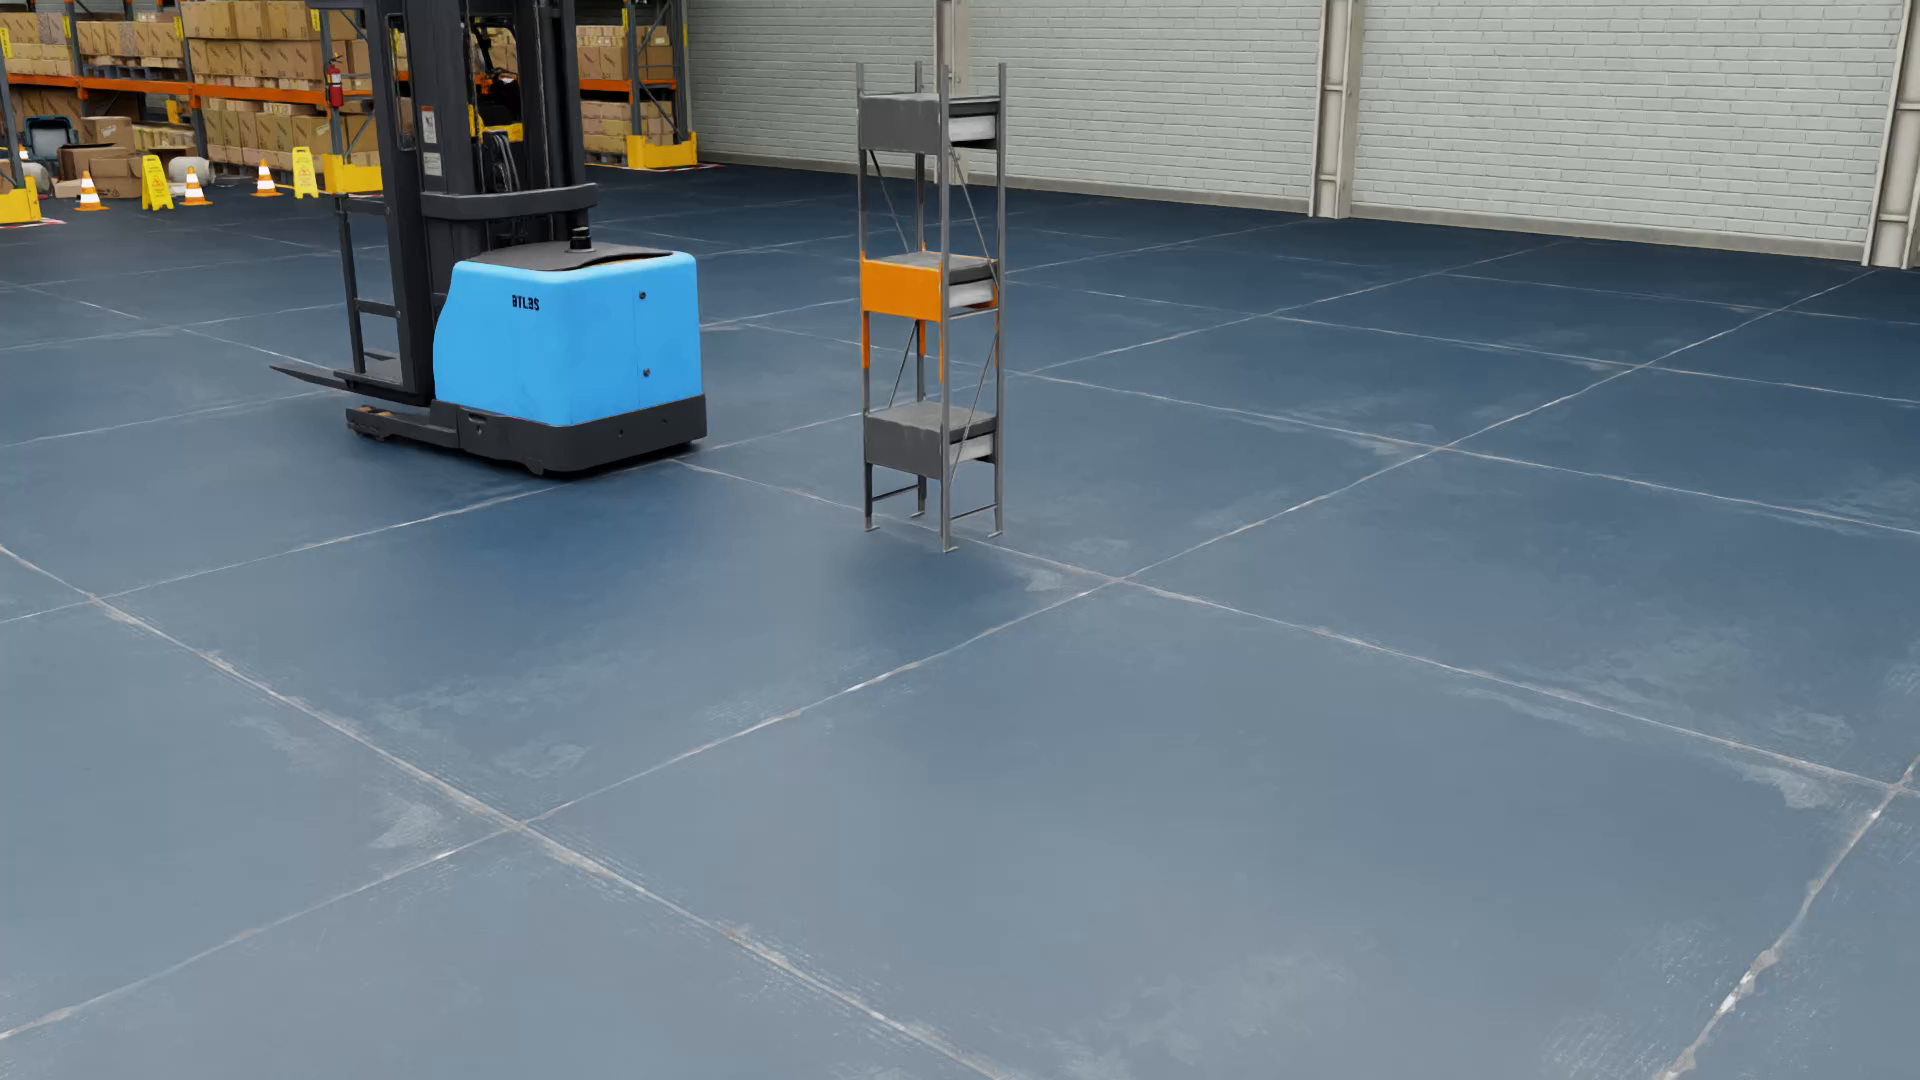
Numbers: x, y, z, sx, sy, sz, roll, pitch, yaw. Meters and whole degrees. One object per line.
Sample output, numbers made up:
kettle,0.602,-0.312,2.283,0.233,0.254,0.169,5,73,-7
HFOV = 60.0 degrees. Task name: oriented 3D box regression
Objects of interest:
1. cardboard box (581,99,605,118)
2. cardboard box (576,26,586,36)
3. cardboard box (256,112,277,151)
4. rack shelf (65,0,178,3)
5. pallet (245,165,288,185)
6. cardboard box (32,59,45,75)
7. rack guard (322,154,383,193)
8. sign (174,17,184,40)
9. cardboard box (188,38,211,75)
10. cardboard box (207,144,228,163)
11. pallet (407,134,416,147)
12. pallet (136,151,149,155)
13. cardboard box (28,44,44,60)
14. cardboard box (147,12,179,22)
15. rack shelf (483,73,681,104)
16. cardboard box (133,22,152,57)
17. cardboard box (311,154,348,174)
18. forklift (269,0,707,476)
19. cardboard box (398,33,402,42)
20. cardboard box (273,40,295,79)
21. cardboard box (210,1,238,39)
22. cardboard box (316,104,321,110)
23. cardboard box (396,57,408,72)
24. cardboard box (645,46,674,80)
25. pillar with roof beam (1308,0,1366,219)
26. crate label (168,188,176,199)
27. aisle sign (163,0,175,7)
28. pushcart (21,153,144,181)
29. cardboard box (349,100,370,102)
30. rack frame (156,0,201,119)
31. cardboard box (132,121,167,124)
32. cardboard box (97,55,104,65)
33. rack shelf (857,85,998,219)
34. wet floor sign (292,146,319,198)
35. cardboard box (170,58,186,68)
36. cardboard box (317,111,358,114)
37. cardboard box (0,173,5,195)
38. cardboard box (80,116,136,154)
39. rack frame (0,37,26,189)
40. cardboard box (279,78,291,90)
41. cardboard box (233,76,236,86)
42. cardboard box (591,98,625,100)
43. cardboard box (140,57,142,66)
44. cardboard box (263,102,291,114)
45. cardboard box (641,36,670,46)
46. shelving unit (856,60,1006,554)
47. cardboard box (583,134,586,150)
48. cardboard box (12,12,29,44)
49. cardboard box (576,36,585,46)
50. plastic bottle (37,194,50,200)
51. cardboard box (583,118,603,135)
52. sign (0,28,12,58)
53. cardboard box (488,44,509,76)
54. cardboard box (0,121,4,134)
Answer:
cardboard box,-6.007,-6.907,26.617,0.500,0.250,0.500,15,23,40
cardboard box,-5.918,-8.025,26.210,0.250,0.149,0.380,16,23,41
cardboard box,-9.516,-5.751,23.386,0.500,0.500,0.500,14,23,38
rack shelf,-12.465,-8.487,25.625,4.000,0.370,1.077,15,23,39
pallet,-9.527,-5.298,23.955,1.213,0.211,1.003,15,23,39
cardboard box,-15.270,-7.977,28.035,0.500,0.250,0.500,15,23,39
rack guard,-8.035,-5.019,22.601,0.348,0.500,1.175,15,23,39
sign,-11.335,-7.424,24.132,0.005,0.325,0.100,15,23,39
cardboard box,-10.825,-7.037,24.168,0.500,0.500,0.500,15,23,39
cardboard box,-10.707,-5.709,24.492,0.500,0.250,0.500,14,22,37
pallet,-9.171,-7.177,29.878,1.213,0.211,1.003,15,23,39
pallet,-12.470,-6.070,26.390,1.213,0.211,1.003,15,23,39
cardboard box,-15.275,-8.209,27.939,0.500,0.250,0.500,14,23,38
cardboard box,-11.989,-7.874,25.041,0.250,0.149,0.380,14,22,38
rack shelf,-6.182,-7.378,27.090,4.000,0.370,1.077,15,23,39
cardboard box,-12.221,-7.633,25.354,0.500,0.500,0.500,16,24,41
cardboard box,-8.779,-5.191,22.862,0.500,0.250,0.500,15,23,39
forklift,-2.876,-2.067,9.280,3.031,2.935,1.130,13,22,36
cardboard box,-9.805,-8.959,29.646,0.250,0.149,0.380,15,23,40
cardboard box,-8.938,-6.533,22.581,0.500,0.500,0.500,15,23,39
cardboard box,-10.059,-7.313,23.385,0.500,0.500,0.700,14,23,38
cardboard box,-12.290,-8.278,32.174,0.500,0.500,0.500,14,22,37
cardboard box,-9.737,-8.506,29.702,0.500,0.250,0.500,14,22,38
cardboard box,-4.872,-7.529,26.212,0.500,0.500,0.500,16,24,41
pillar with roof beam,1.509,-7.139,15.230,0.400,9.000,9.100,15,23,39
crate label,-10.267,-4.450,21.407,0.298,0.136,0.250,4,18,11
aisle sign,-16.899,-11.718,35.279,0.004,0.787,0.394,15,23,39
pushcart,-12.446,-5.223,23.445,0.936,0.377,1.648,7,19,21
cardboard box,-11.207,-8.285,31.125,0.250,0.149,0.380,14,22,37
rack frame,-16.653,-10.532,35.838,0.127,3.000,1.000,15,23,39
cardboard box,-13.545,-6.634,27.205,0.625,0.372,0.950,13,22,36
cardboard box,-13.478,-7.645,26.463,0.250,0.149,0.380,13,22,36
rack shelf,-0.124,-1.688,7.191,0.480,0.518,0.431,15,23,39
wet floor sign,-8.546,-4.793,21.648,0.267,0.644,0.232,-9,20,-27
cardboard box,-11.538,-7.120,24.808,0.250,0.149,0.380,15,23,40
cardboard box,-8.810,-5.776,23.463,0.500,0.500,0.500,14,22,37
cardboard box,-11.739,-4.364,19.221,0.875,0.875,0.875,15,23,40
cardboard box,-12.129,-5.759,23.681,0.500,0.500,0.500,15,23,39
rack frame,-11.188,-5.055,18.582,0.127,3.000,1.000,15,23,39
cardboard box,-9.053,-6.229,22.696,0.250,0.149,0.380,16,23,40
cardboard box,-10.123,-6.554,23.718,0.250,0.149,0.380,15,23,39
cardboard box,-5.663,-7.027,26.993,0.500,0.250,0.500,15,23,39
cardboard box,-12.420,-7.404,25.704,0.250,0.149,0.380,14,22,37
cardboard box,-9.451,-6.016,23.150,0.250,0.149,0.380,16,24,42
cardboard box,-4.767,-7.803,26.002,0.250,0.149,0.380,14,23,38
shelving unit,-0.124,-1.034,7.399,0.503,2.100,0.431,15,23,39
cardboard box,-5.981,-6.436,26.784,0.500,0.250,0.500,15,23,40
cardboard box,-15.652,-8.676,28.173,0.500,0.500,0.500,15,23,38
cardboard box,-5.904,-7.888,26.270,0.250,0.149,0.380,14,22,38
plastic bottle,-11.888,-4.418,21.432,0.133,0.061,0.283,7,19,21
cardboard box,-5.625,-6.577,26.402,0.500,0.250,0.500,15,23,39
sign,-10.815,-5.630,18.831,0.005,0.325,0.100,15,23,39
cardboard box,-7.519,-8.022,27.764,0.500,0.500,0.500,14,22,38
cardboard box,-17.351,-7.734,30.564,0.875,0.438,0.875,15,23,38
